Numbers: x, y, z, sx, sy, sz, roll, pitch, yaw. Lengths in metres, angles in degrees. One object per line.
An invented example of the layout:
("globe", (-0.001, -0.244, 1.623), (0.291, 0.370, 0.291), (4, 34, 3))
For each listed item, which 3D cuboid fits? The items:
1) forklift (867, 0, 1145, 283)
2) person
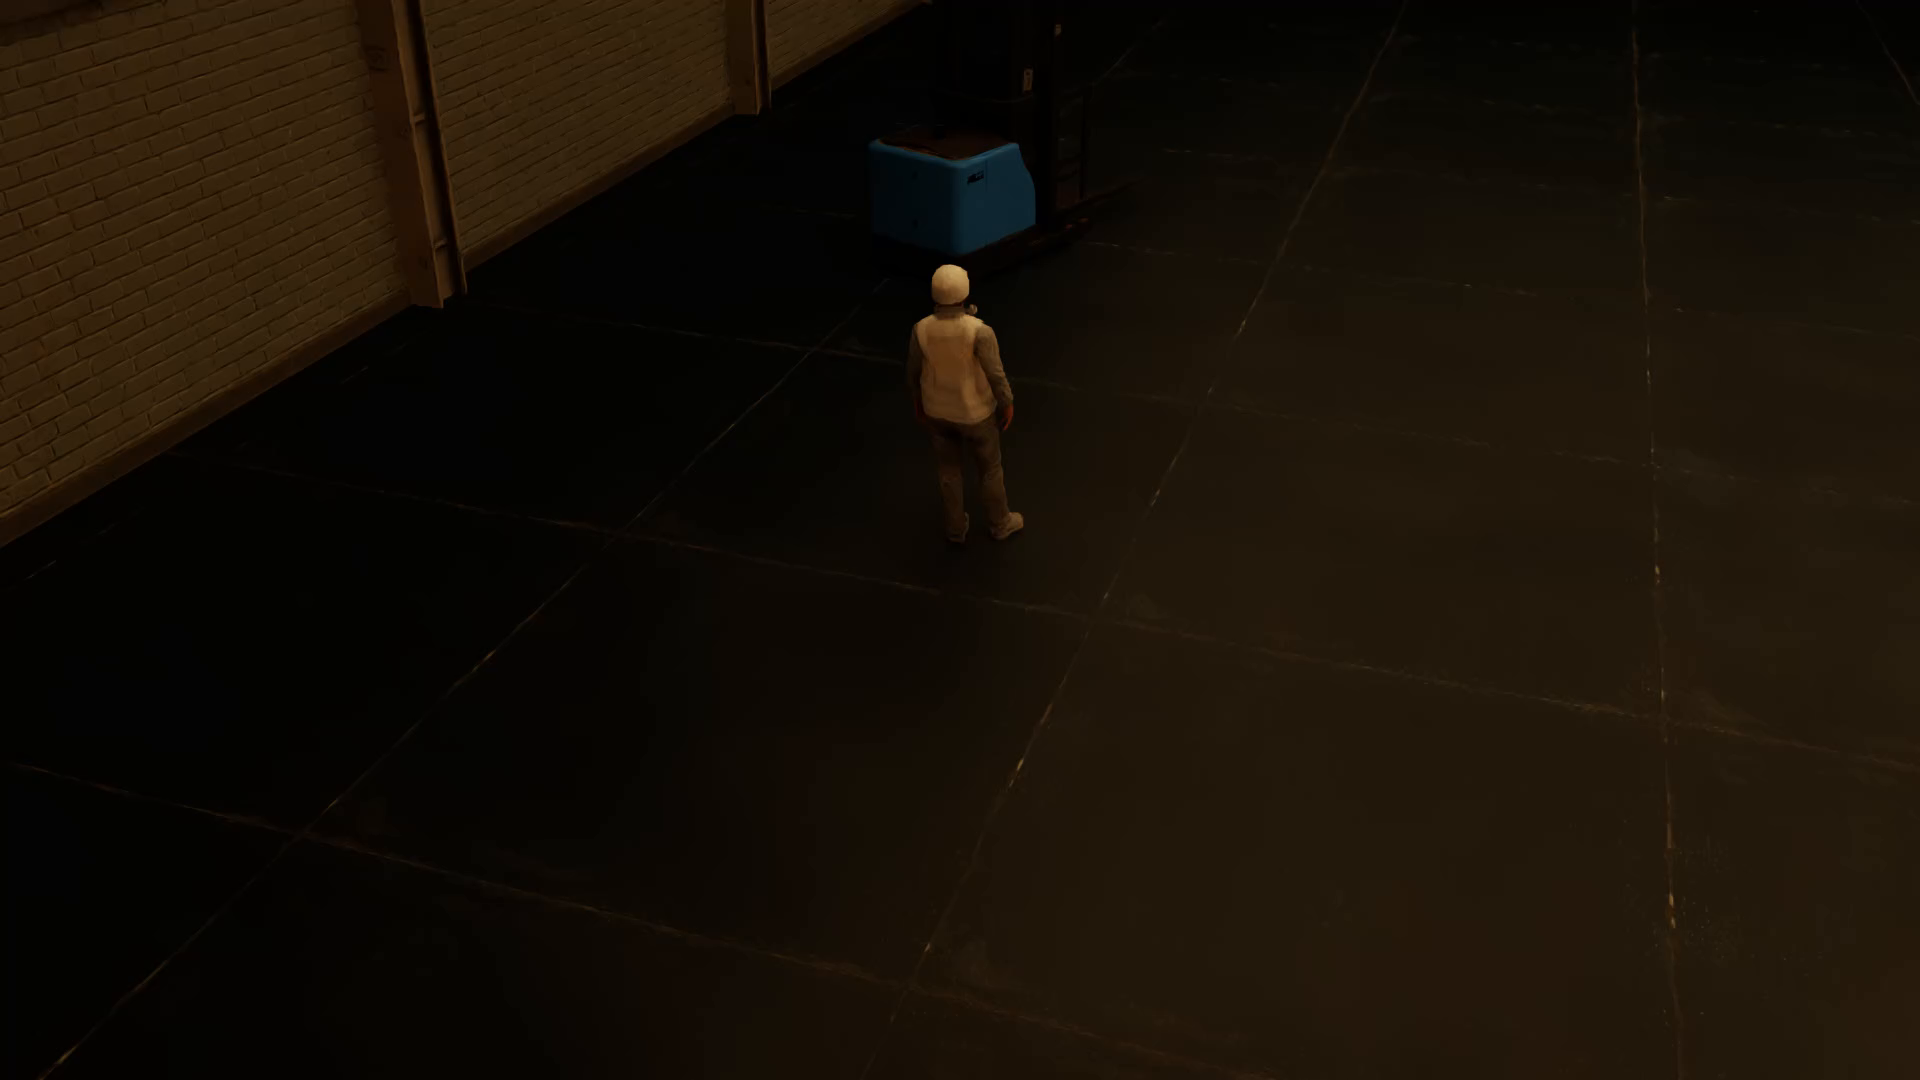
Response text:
("forklift", (0.535, -4.039, 14.222), (1.130, 2.935, 3.031), (22, 36, 33))
("person", (0.028, -0.805, 9.702), (0.632, 1.773, 0.567), (10, 31, 16))
